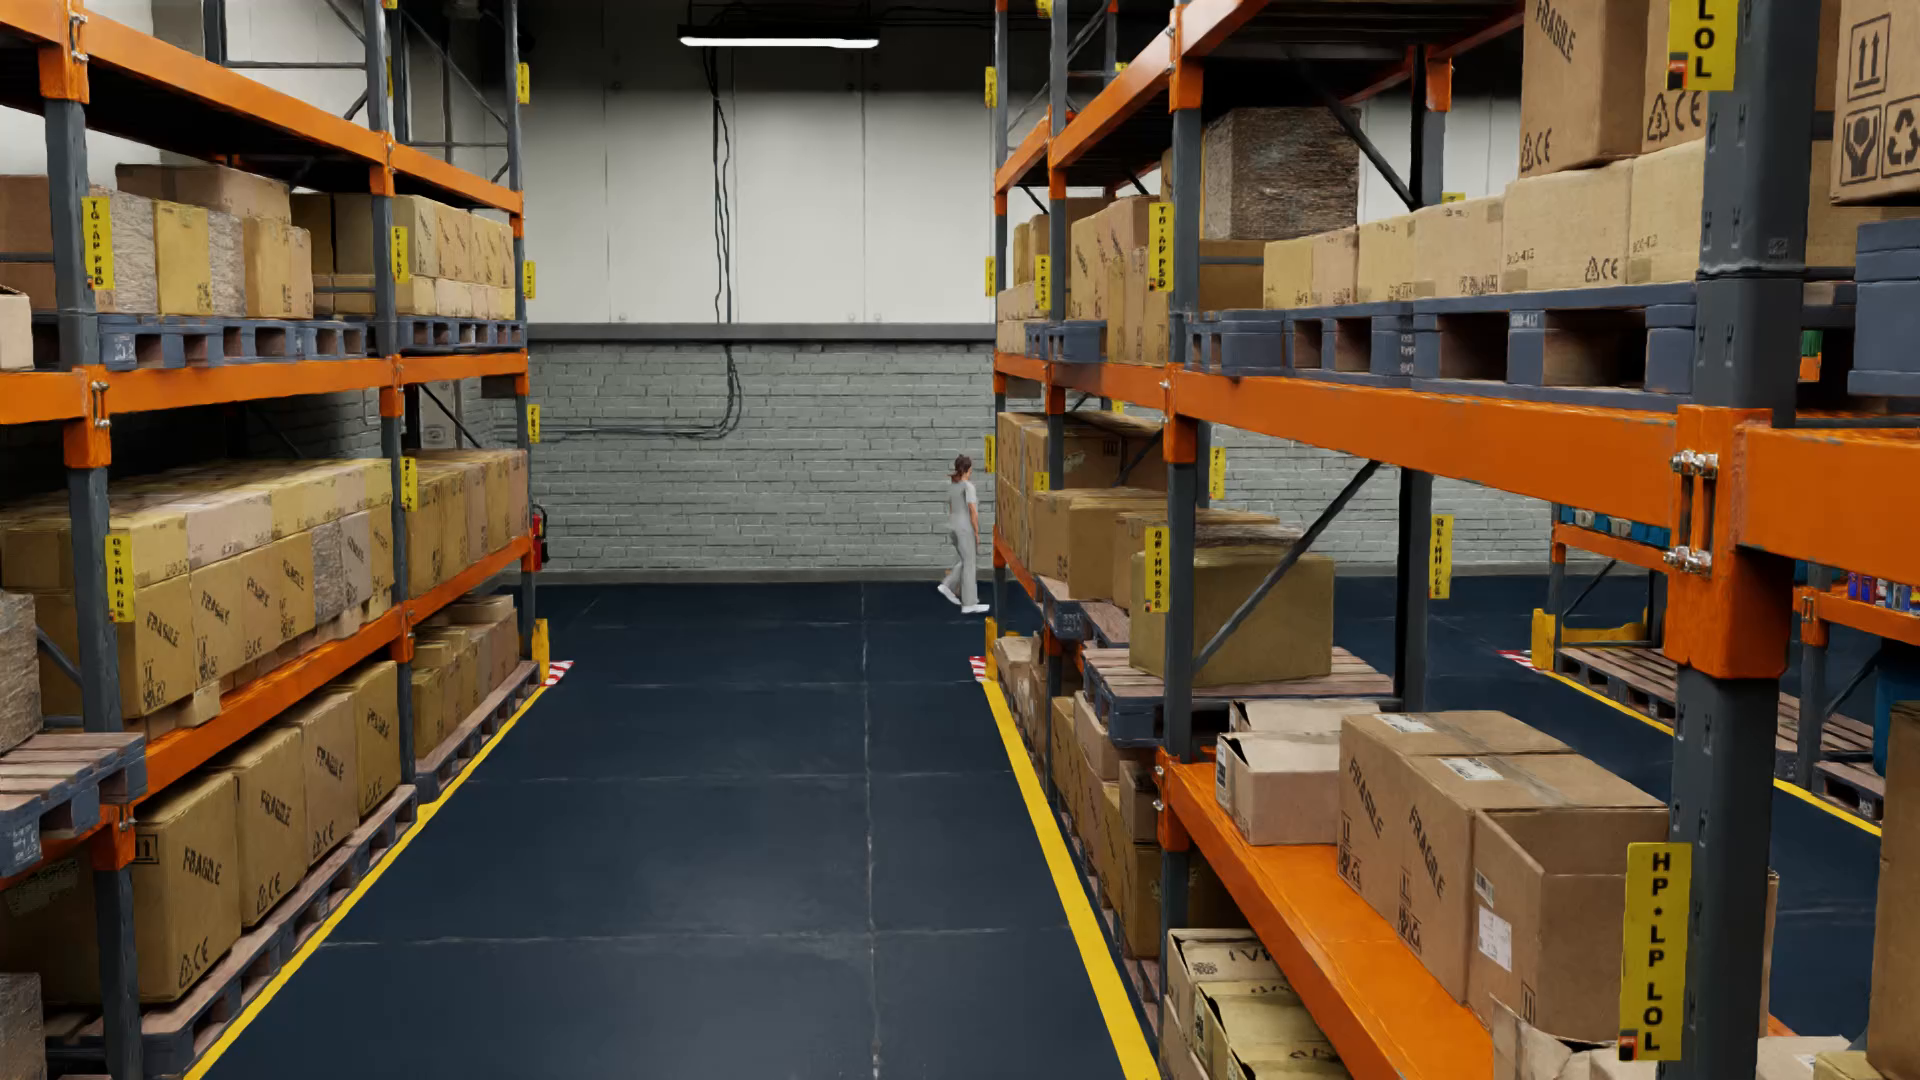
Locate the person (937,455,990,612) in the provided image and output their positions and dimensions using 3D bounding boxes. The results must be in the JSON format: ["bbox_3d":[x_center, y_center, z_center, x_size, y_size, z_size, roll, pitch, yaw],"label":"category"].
[{"bbox_3d":[0.009,-0.074,17.787,0.501,1.660,0.538,-4,8,-31],"label":"person"}]
